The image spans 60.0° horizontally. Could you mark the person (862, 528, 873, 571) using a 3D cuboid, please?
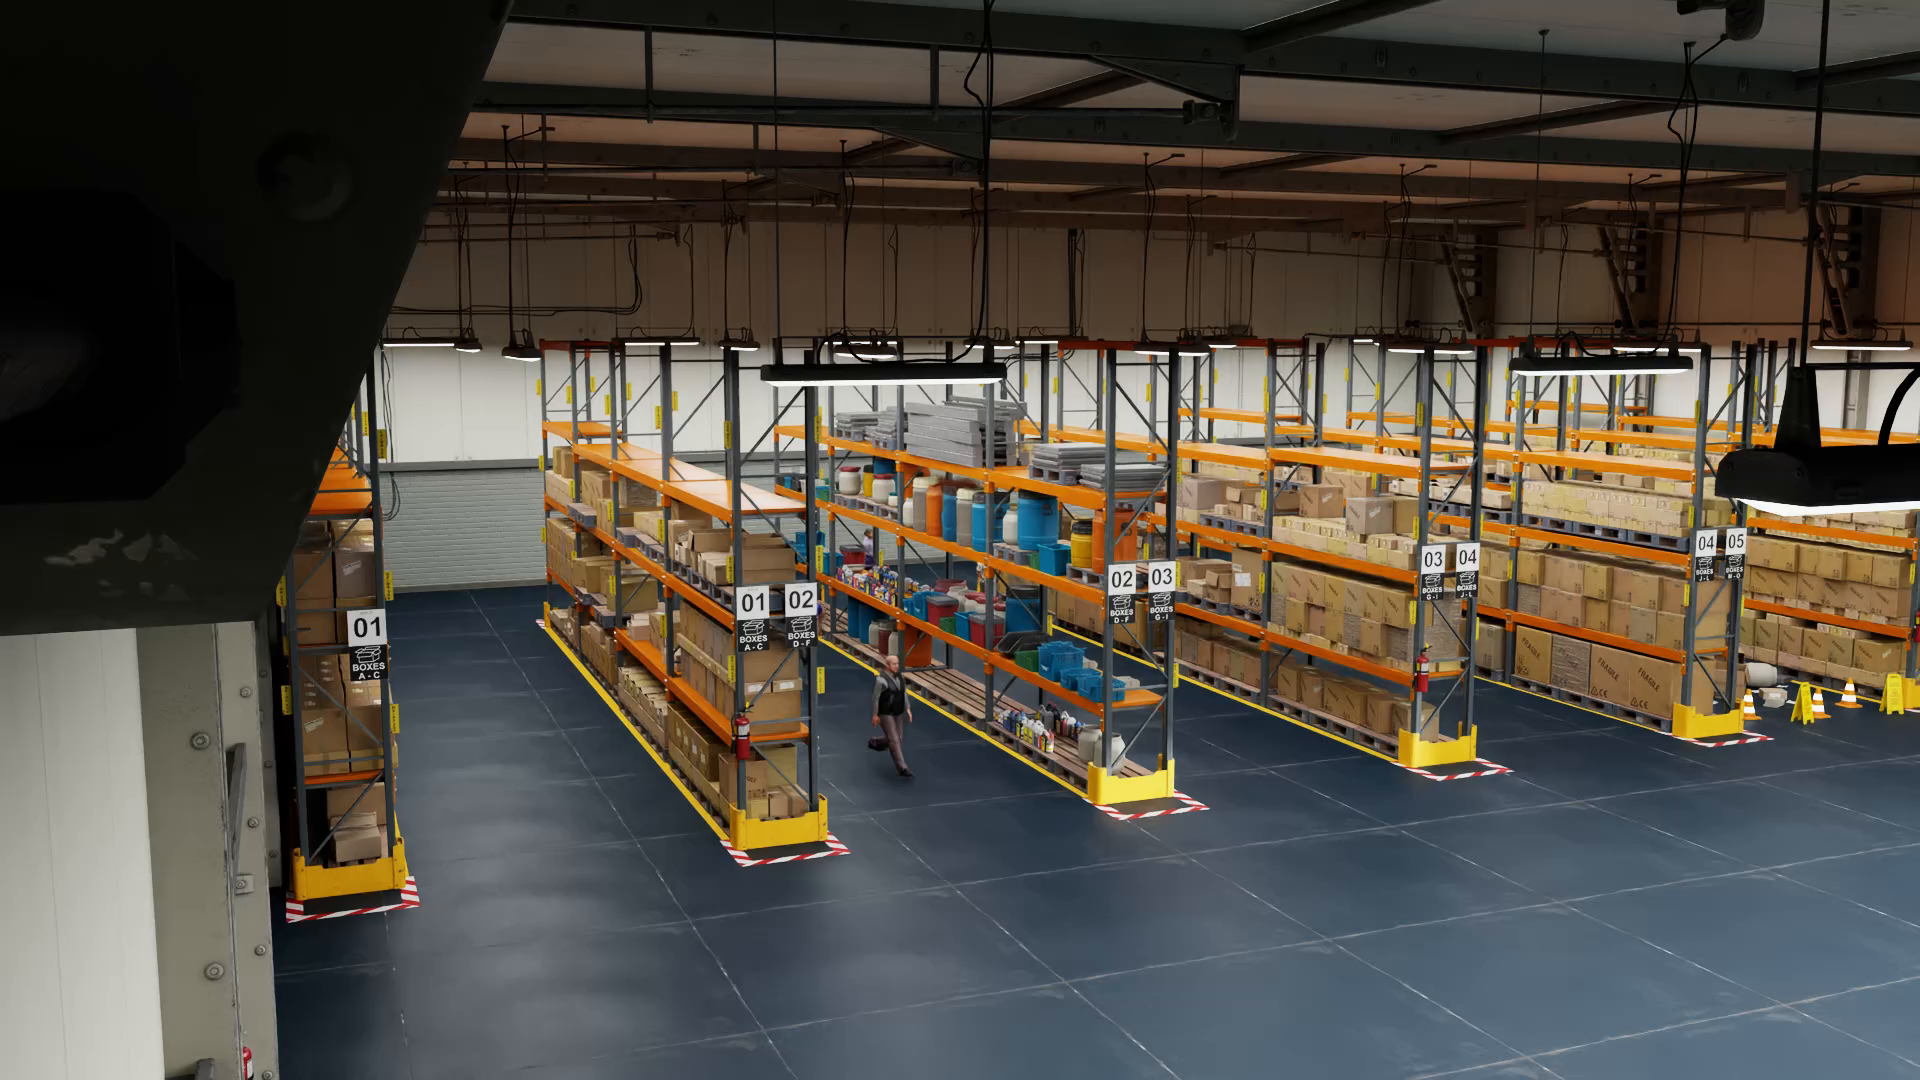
[{"bbox_3d":[-2.153,0.479,39.076,0.947,1.555,0.476,0,7,2],"label":"person"}]

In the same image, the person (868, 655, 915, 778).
[{"bbox_3d":[-0.928,2.441,23.375,1.018,1.657,0.555,5,9,33],"label":"person"}]

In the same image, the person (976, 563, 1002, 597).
[{"bbox_3d":[0.631,0.900,35.717,0.612,1.603,0.736,-1,8,-11],"label":"person"}]

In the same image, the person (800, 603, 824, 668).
[{"bbox_3d":[-2.651,1.641,29.128,0.570,1.565,0.742,-2,8,-13],"label":"person"}]

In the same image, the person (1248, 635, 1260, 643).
[{"bbox_3d":[5.656,1.408,31.518,0.695,1.687,0.620,-2,8,-14],"label":"person"}]
